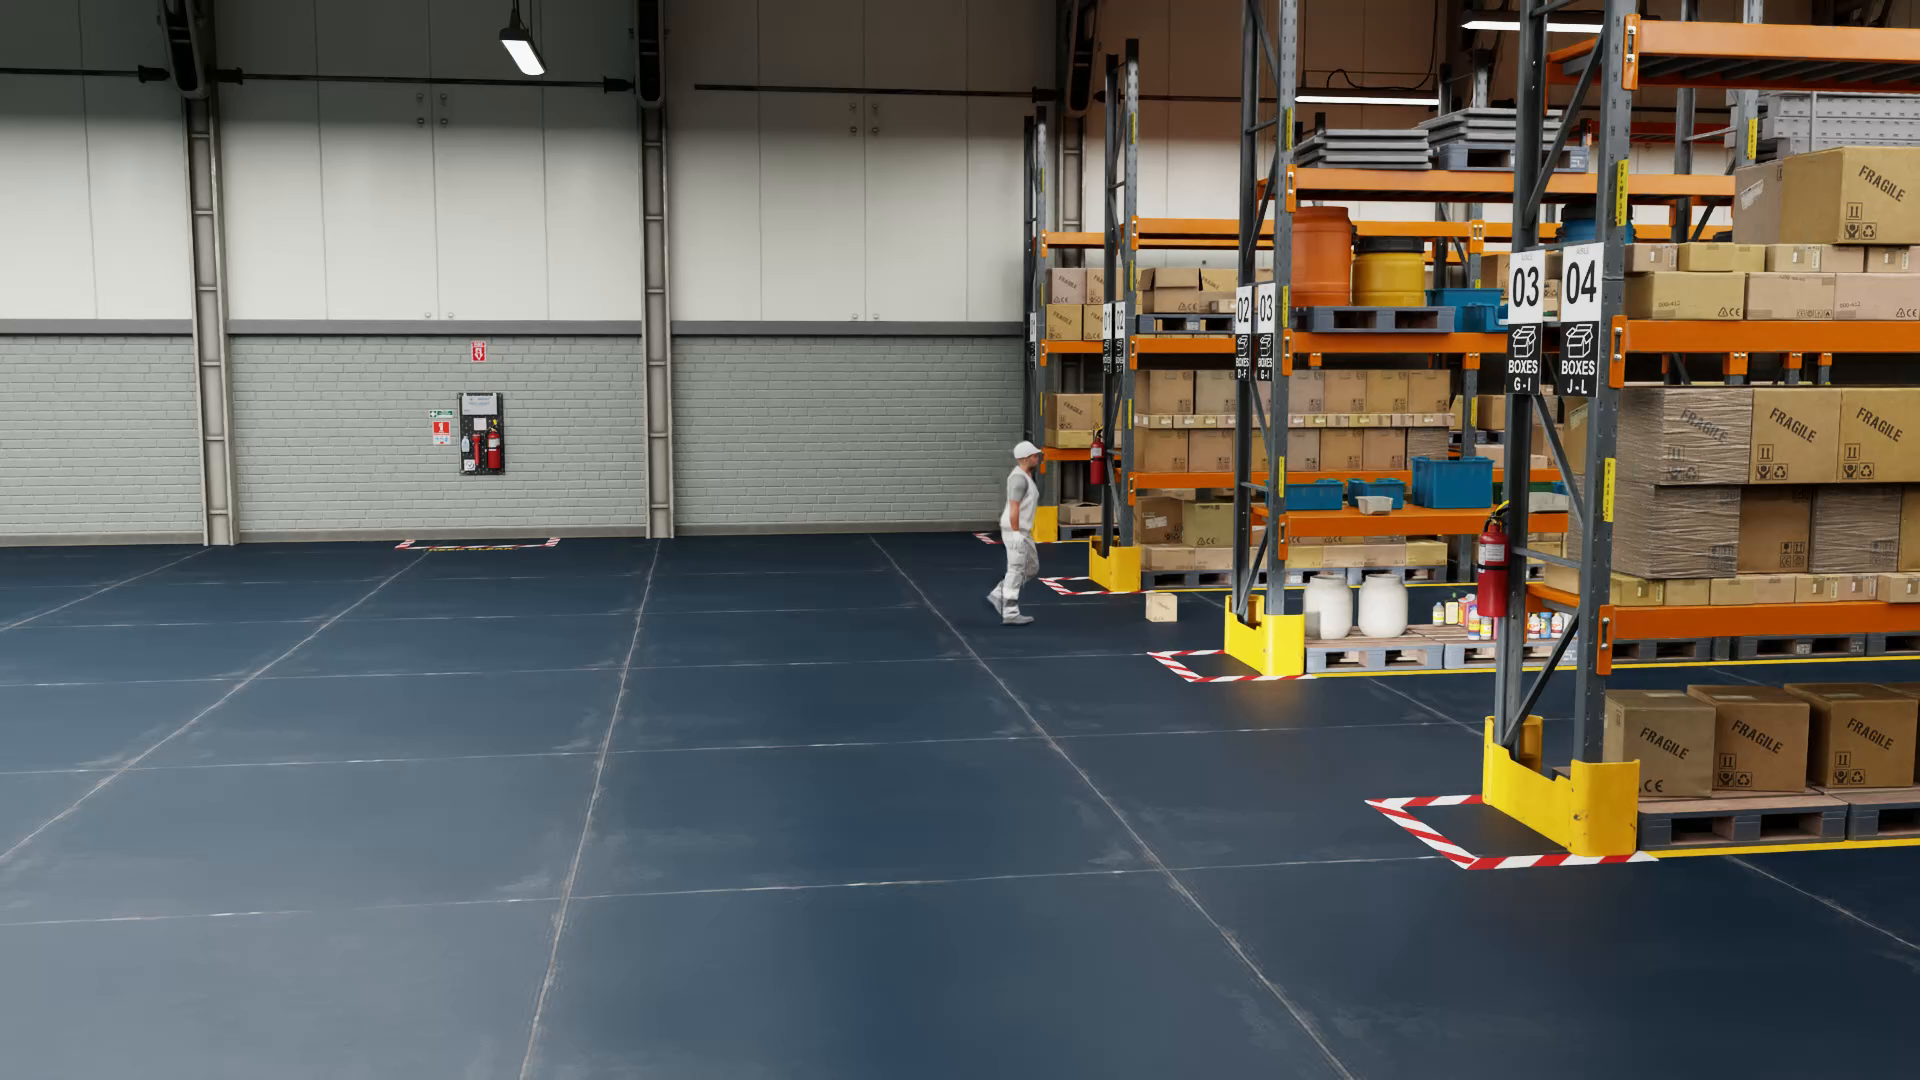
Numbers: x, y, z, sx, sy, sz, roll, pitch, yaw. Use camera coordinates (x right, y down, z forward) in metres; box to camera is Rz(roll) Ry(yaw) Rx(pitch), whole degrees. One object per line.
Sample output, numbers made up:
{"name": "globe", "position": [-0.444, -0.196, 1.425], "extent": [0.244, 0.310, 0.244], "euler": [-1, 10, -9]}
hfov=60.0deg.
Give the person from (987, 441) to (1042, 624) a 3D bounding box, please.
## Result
{"name": "person", "position": [0.528, -0.078, 16.220], "extent": [0.542, 1.771, 0.597], "euler": [1, 6, 8]}
